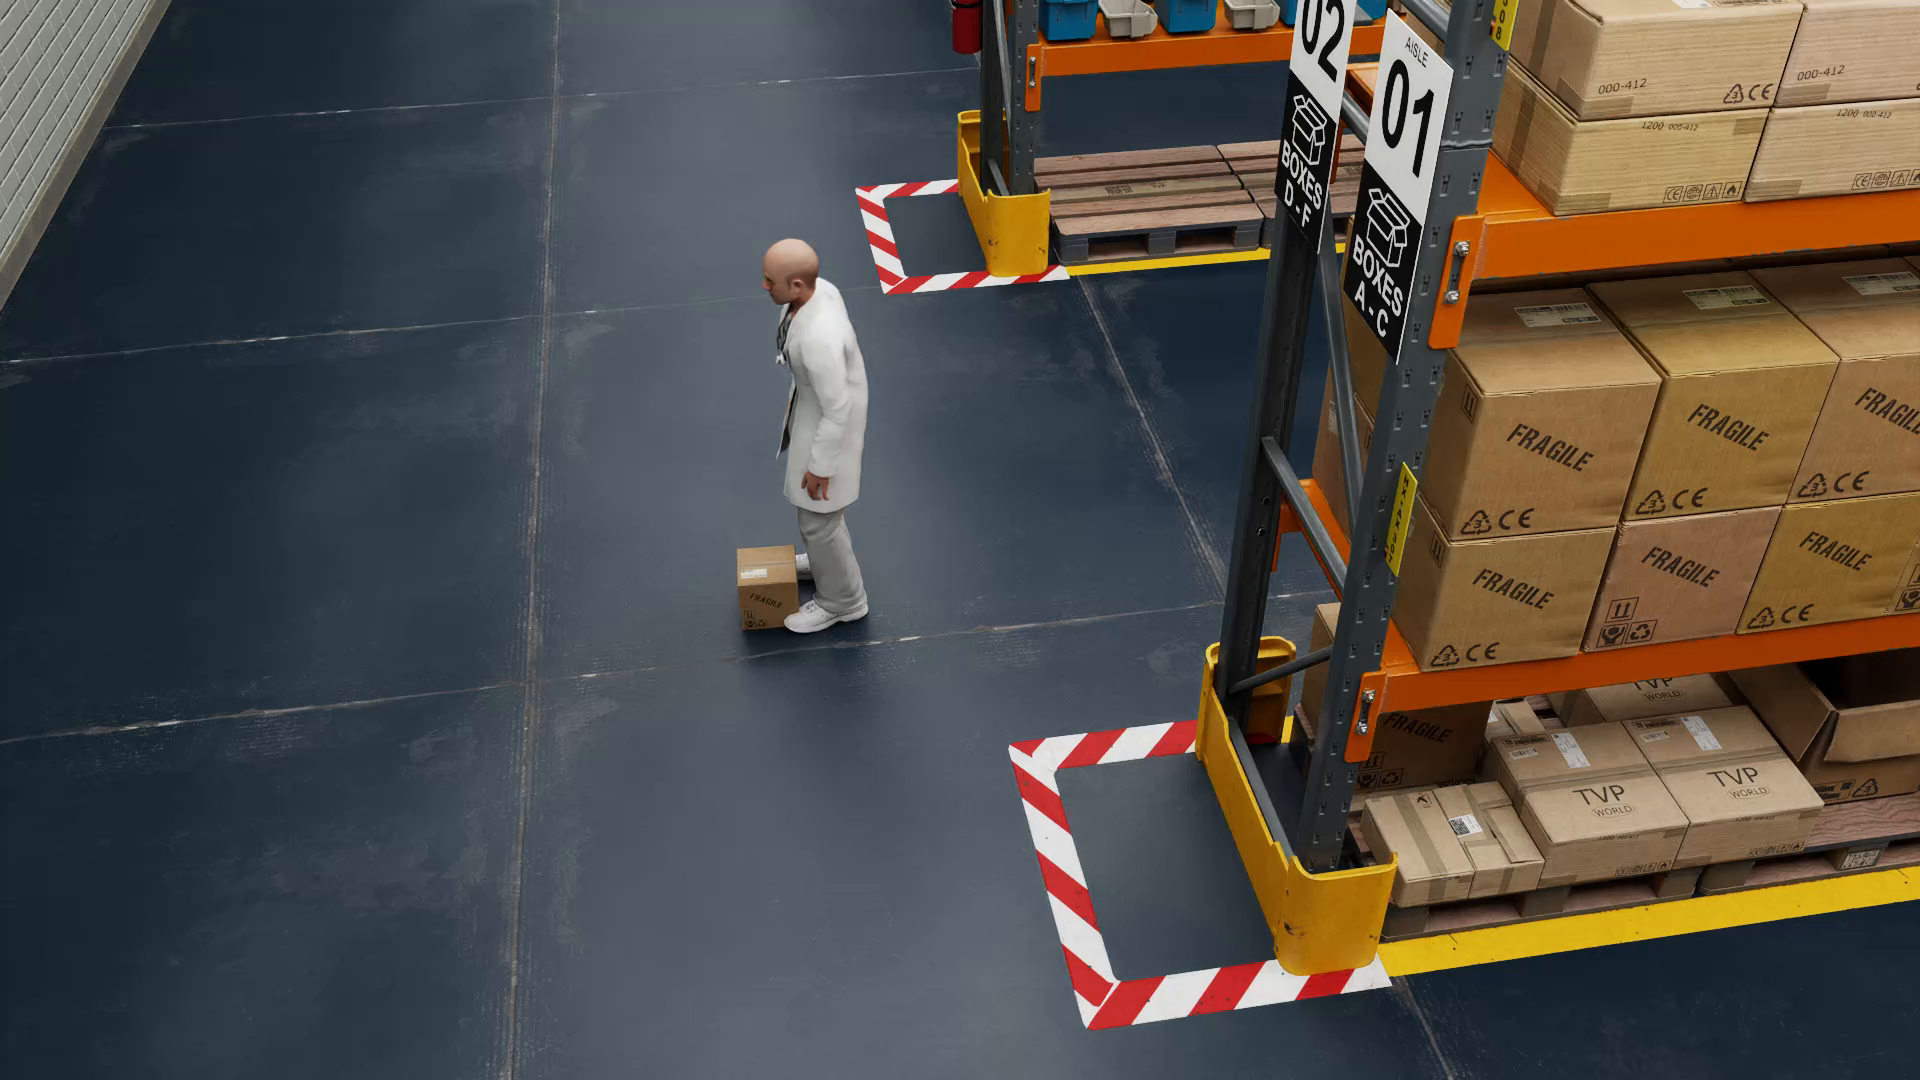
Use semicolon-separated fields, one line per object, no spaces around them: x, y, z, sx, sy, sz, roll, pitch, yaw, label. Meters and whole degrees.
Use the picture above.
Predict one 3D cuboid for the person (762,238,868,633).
-0.577;-0.424;6.705;0.417;1.774;0.650;-7;39;-8;person
